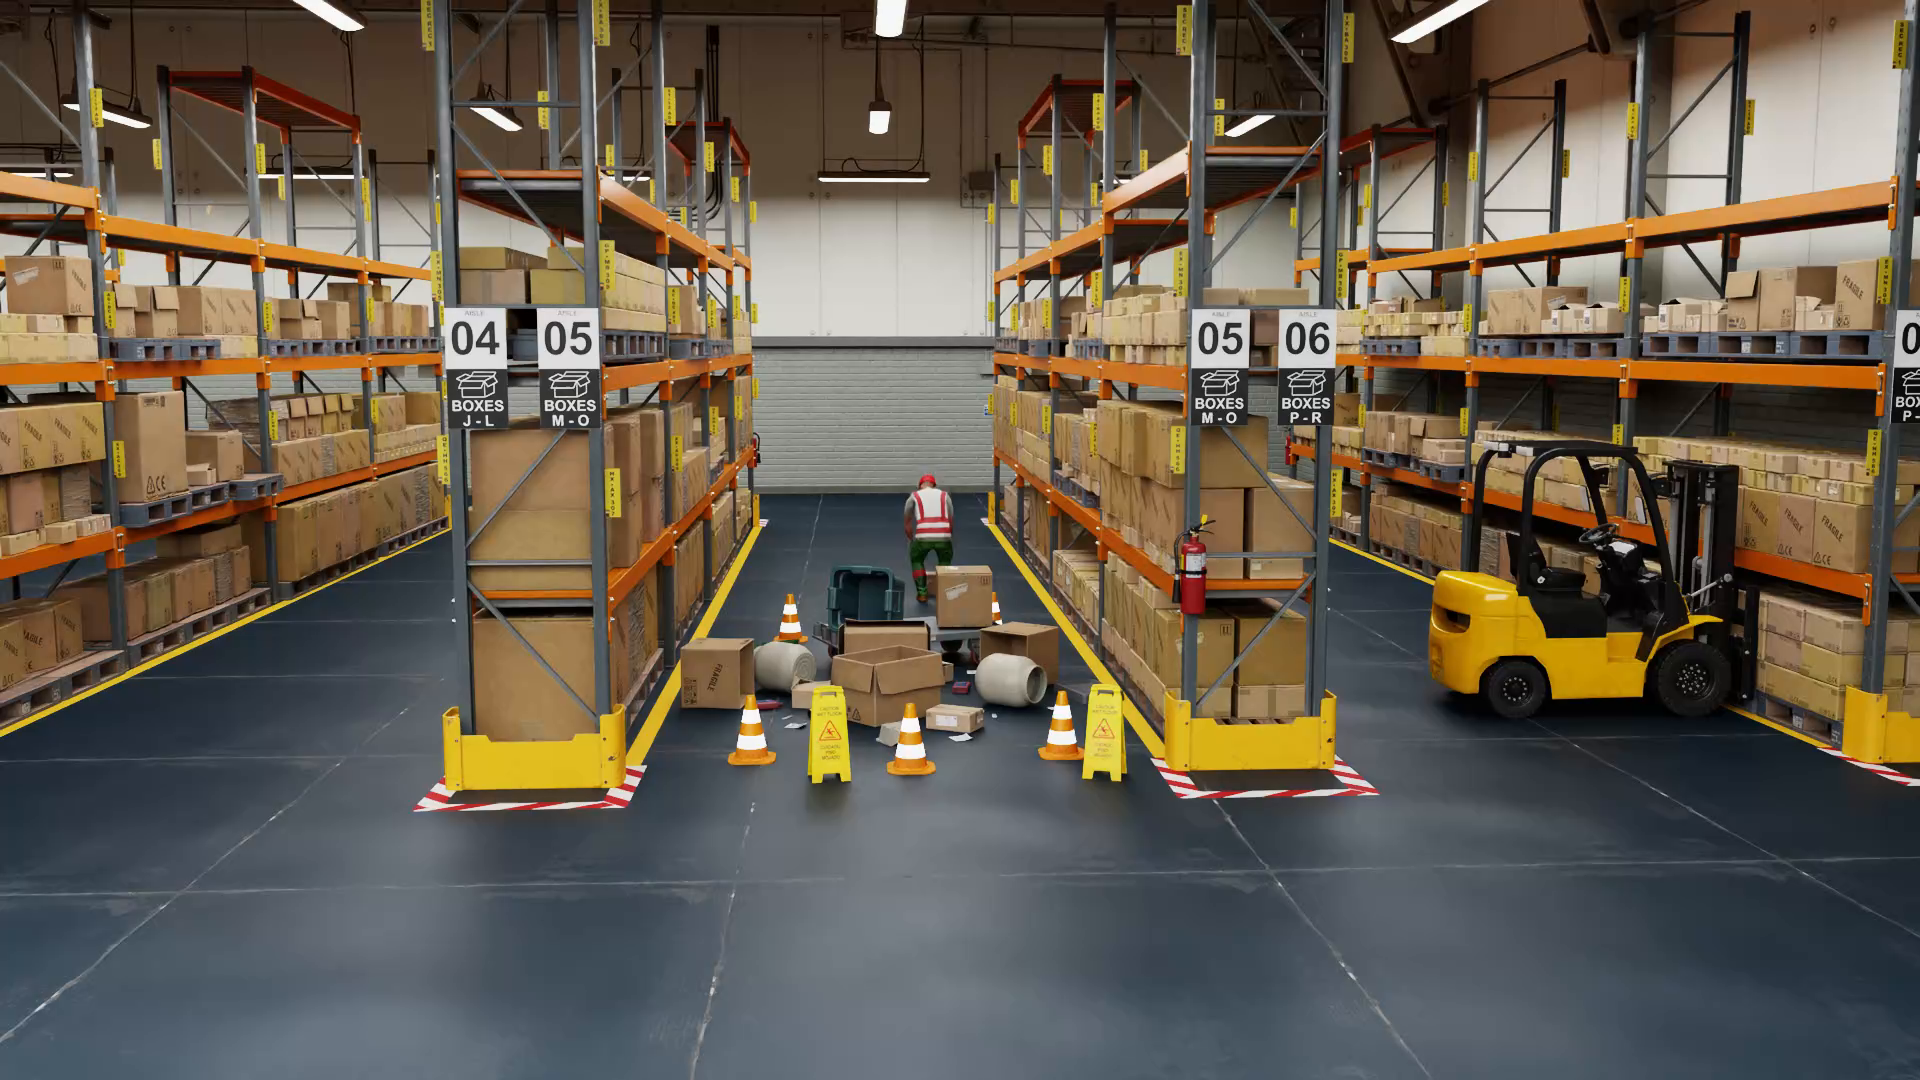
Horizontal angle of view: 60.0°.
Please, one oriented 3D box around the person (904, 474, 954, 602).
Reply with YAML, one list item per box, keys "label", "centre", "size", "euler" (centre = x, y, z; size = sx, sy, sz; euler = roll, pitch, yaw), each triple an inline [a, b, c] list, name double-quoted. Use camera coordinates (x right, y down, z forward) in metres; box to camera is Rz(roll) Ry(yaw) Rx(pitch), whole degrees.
- label: "person"
  centre: [-0.361, -0.025, 19.326]
  size: [0.583, 1.442, 0.744]
  euler: [0, 7, -4]
